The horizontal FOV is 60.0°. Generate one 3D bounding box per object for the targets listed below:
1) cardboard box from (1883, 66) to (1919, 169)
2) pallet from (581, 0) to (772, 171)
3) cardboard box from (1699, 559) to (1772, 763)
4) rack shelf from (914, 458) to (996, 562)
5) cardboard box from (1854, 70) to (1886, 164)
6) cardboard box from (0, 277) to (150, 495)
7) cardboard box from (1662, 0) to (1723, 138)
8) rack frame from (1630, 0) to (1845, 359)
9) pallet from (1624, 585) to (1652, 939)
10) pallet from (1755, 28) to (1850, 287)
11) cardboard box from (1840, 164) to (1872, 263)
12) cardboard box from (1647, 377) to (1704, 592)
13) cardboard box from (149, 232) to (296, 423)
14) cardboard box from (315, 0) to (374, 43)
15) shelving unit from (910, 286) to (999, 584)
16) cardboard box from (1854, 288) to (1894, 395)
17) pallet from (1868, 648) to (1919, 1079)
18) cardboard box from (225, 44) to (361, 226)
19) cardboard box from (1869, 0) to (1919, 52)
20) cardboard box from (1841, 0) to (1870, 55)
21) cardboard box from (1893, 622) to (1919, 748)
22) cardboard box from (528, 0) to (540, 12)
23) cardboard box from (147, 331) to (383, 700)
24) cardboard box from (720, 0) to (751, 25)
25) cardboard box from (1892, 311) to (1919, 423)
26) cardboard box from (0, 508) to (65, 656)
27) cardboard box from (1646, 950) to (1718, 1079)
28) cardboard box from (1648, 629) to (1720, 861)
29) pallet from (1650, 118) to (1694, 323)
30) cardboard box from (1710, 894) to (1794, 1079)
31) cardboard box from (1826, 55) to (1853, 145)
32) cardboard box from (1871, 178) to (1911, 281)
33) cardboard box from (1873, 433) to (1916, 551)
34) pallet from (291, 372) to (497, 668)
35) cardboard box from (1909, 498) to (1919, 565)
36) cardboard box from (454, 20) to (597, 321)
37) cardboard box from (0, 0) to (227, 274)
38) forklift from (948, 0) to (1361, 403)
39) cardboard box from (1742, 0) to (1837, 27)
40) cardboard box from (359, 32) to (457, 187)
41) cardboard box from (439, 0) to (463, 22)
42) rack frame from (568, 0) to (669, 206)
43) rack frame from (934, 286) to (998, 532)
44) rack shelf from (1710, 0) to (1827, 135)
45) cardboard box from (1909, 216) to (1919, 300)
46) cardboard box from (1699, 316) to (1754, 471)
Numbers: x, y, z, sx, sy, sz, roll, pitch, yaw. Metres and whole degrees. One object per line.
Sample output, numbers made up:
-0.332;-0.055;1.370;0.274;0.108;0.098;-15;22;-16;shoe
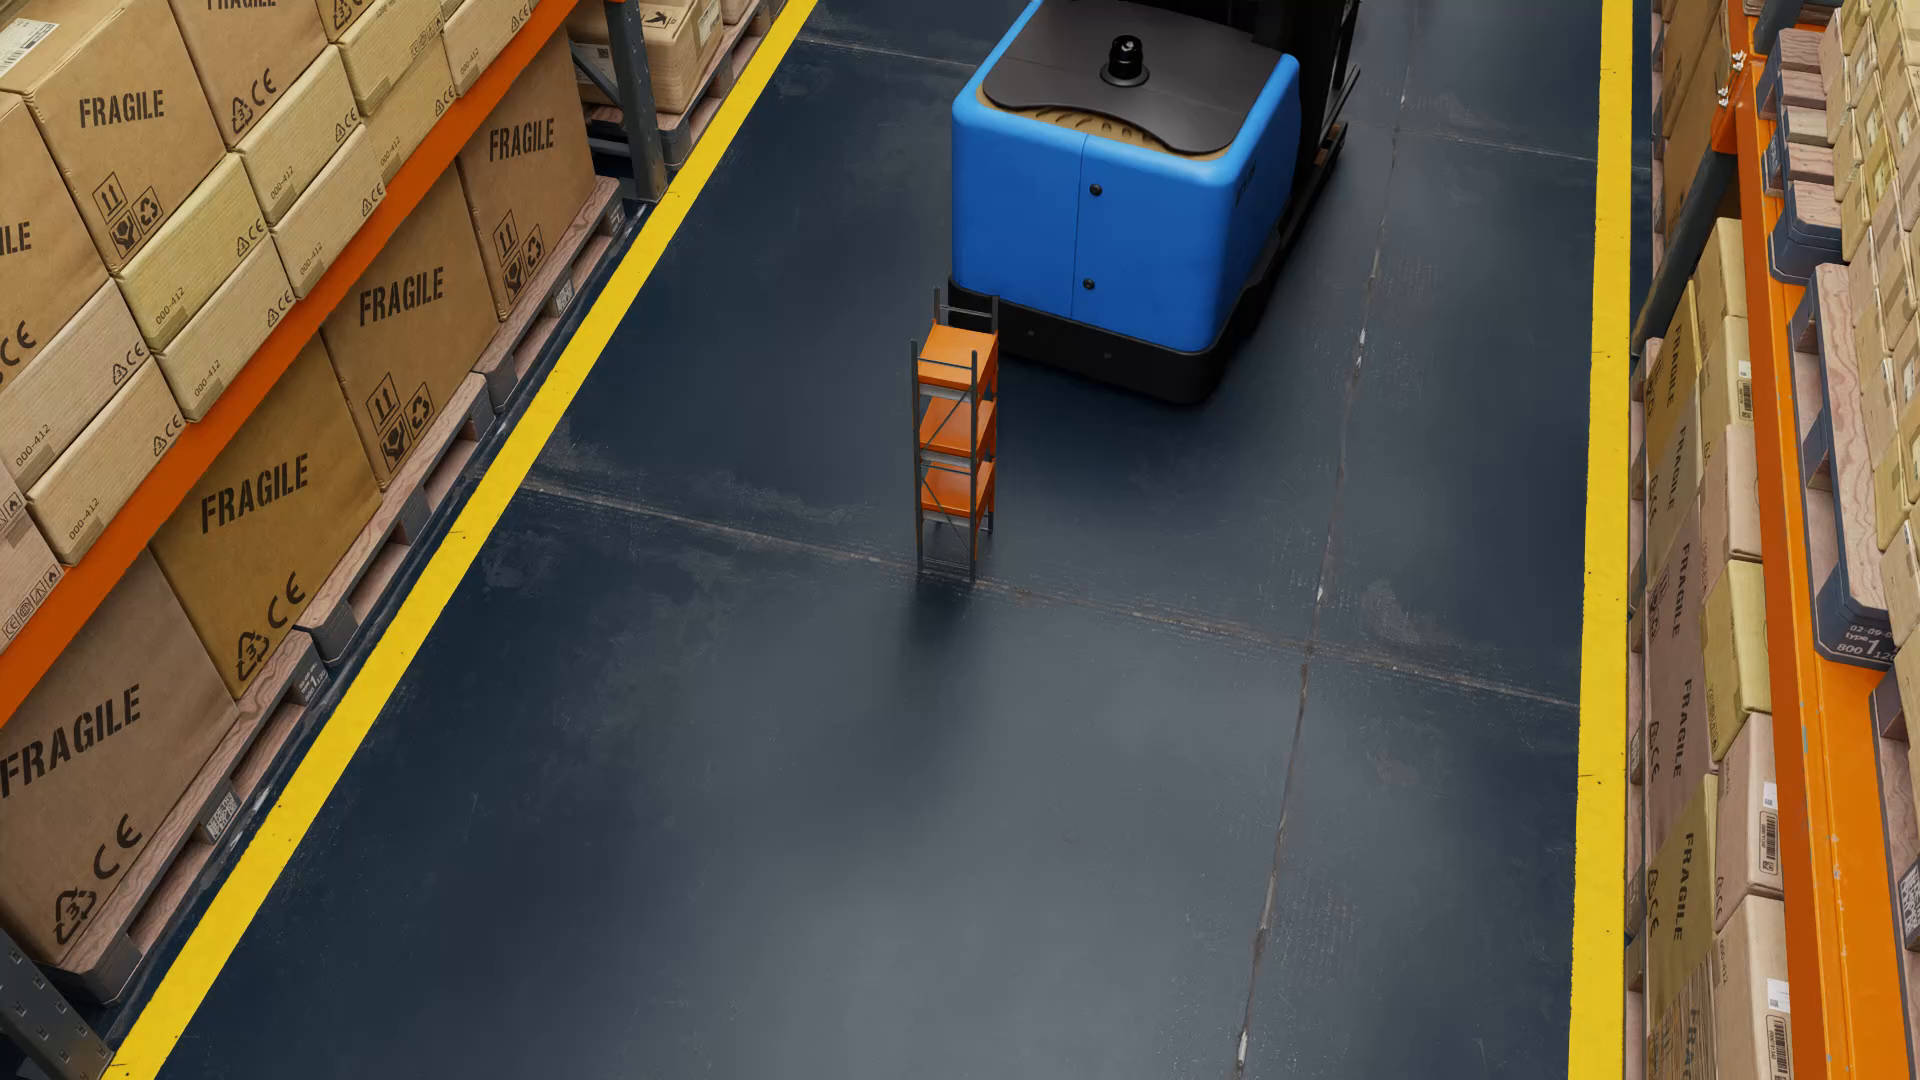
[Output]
2.550;-1.032;4.151;0.380;0.149;0.250;10;49;8;cardboard box
-1.529;-2.184;7.537;1.003;0.211;1.213;12;50;10;pallet
2.238;0.353;4.325;0.500;0.250;0.500;10;49;8;cardboard box
-0.014;-0.118;5.539;0.215;0.259;0.240;12;50;10;rack shelf
2.608;-1.092;4.402;0.380;0.149;0.250;10;49;9;cardboard box
-2.291;-0.409;3.877;0.500;0.250;0.500;12;50;11;cardboard box
3.539;-2.088;6.813;1.050;0.750;0.750;12;50;11;cardboard box
3.066;-1.638;5.195;1.000;3.000;0.127;12;50;10;rack frame
2.535;0.729;4.965;1.003;0.211;1.213;12;50;10;pallet
2.981;-1.038;4.793;1.213;0.211;1.003;12;50;10;pallet
2.542;-0.825;4.365;0.380;0.149;0.250;14;50;12;cardboard box
2.504;-0.124;5.246;0.500;0.500;0.500;12;50;10;cardboard box
-2.134;-0.607;4.385;0.500;0.250;0.500;11;50;10;cardboard box
-1.885;-1.749;4.560;0.500;0.500;0.500;12;50;10;cardboard box
-0.014;-0.309;5.322;0.215;1.050;0.252;12;50;10;shelving unit
2.406;-0.450;4.034;0.380;0.149;0.250;12;50;11;cardboard box
2.354;0.795;3.176;1.003;0.211;1.213;12;50;10;pallet
-2.002;-1.135;4.518;0.500;0.250;0.500;10;49;9;cardboard box
2.689;-1.400;4.475;0.380;0.149;0.250;10;49;9;cardboard box
2.745;-1.482;4.747;0.380;0.149;0.250;14;50;12;cardboard box
2.128;0.324;3.351;0.380;0.149;0.250;9;49;8;cardboard box
-1.619;-2.075;5.681;0.500;0.250;0.500;10;49;9;cardboard box
-2.473;-0.203;5.066;0.875;0.875;0.875;13;50;11;cardboard box
-1.392;-2.753;7.652;0.950;0.372;0.625;11;49;9;cardboard box
2.340;-0.354;3.751;0.380;0.149;0.250;13;50;11;cardboard box
-2.419;0.135;3.730;0.500;0.250;0.500;11;49;9;cardboard box
1.964;1.359;3.937;0.500;0.500;0.500;11;49;9;cardboard box
2.239;0.617;4.592;0.500;0.500;0.500;11;49;9;cardboard box
3.346;-1.271;6.731;1.003;0.211;1.213;12;50;10;pallet
1.965;1.107;3.659;0.500;0.250;0.500;10;49;9;cardboard box
2.682;-1.216;4.710;0.380;0.149;0.250;14;50;12;cardboard box
2.476;-0.729;4.082;0.380;0.149;0.250;12;50;10;cardboard box
2.266;-0.070;3.698;0.380;0.149;0.250;14;50;12;cardboard box
-2.340;-0.184;5.771;1.003;0.211;1.213;12;50;10;pallet
2.201;0.018;3.422;0.380;0.149;0.250;9;49;8;cardboard box
-1.999;-1.494;6.205;0.875;0.875;0.875;11;50;10;cardboard box
-2.155;-1.010;3.907;0.500;0.500;0.500;10;49;9;cardboard box
1.017;-2.594;6.084;1.130;2.935;3.031;19;51;16;forklift
2.925;-2.050;5.492;0.500;0.500;0.500;12;50;10;cardboard box
-1.887;-1.341;5.033;0.500;0.250;0.500;11;50;10;cardboard box
-1.750;-1.885;5.180;0.500;0.250;0.500;10;49;9;cardboard box
-1.737;-2.542;5.993;1.000;3.000;0.127;12;50;10;rack frame
0.018;-0.397;5.400;0.200;1.050;0.008;12;50;10;rack frame
3.592;-2.846;6.741;1.077;0.370;4.000;12;50;10;rack shelf
2.413;-0.644;3.808;0.380;0.149;0.250;13;50;11;cardboard box
2.517;-0.380;4.972;0.500;0.250;0.500;11;49;10;cardboard box
